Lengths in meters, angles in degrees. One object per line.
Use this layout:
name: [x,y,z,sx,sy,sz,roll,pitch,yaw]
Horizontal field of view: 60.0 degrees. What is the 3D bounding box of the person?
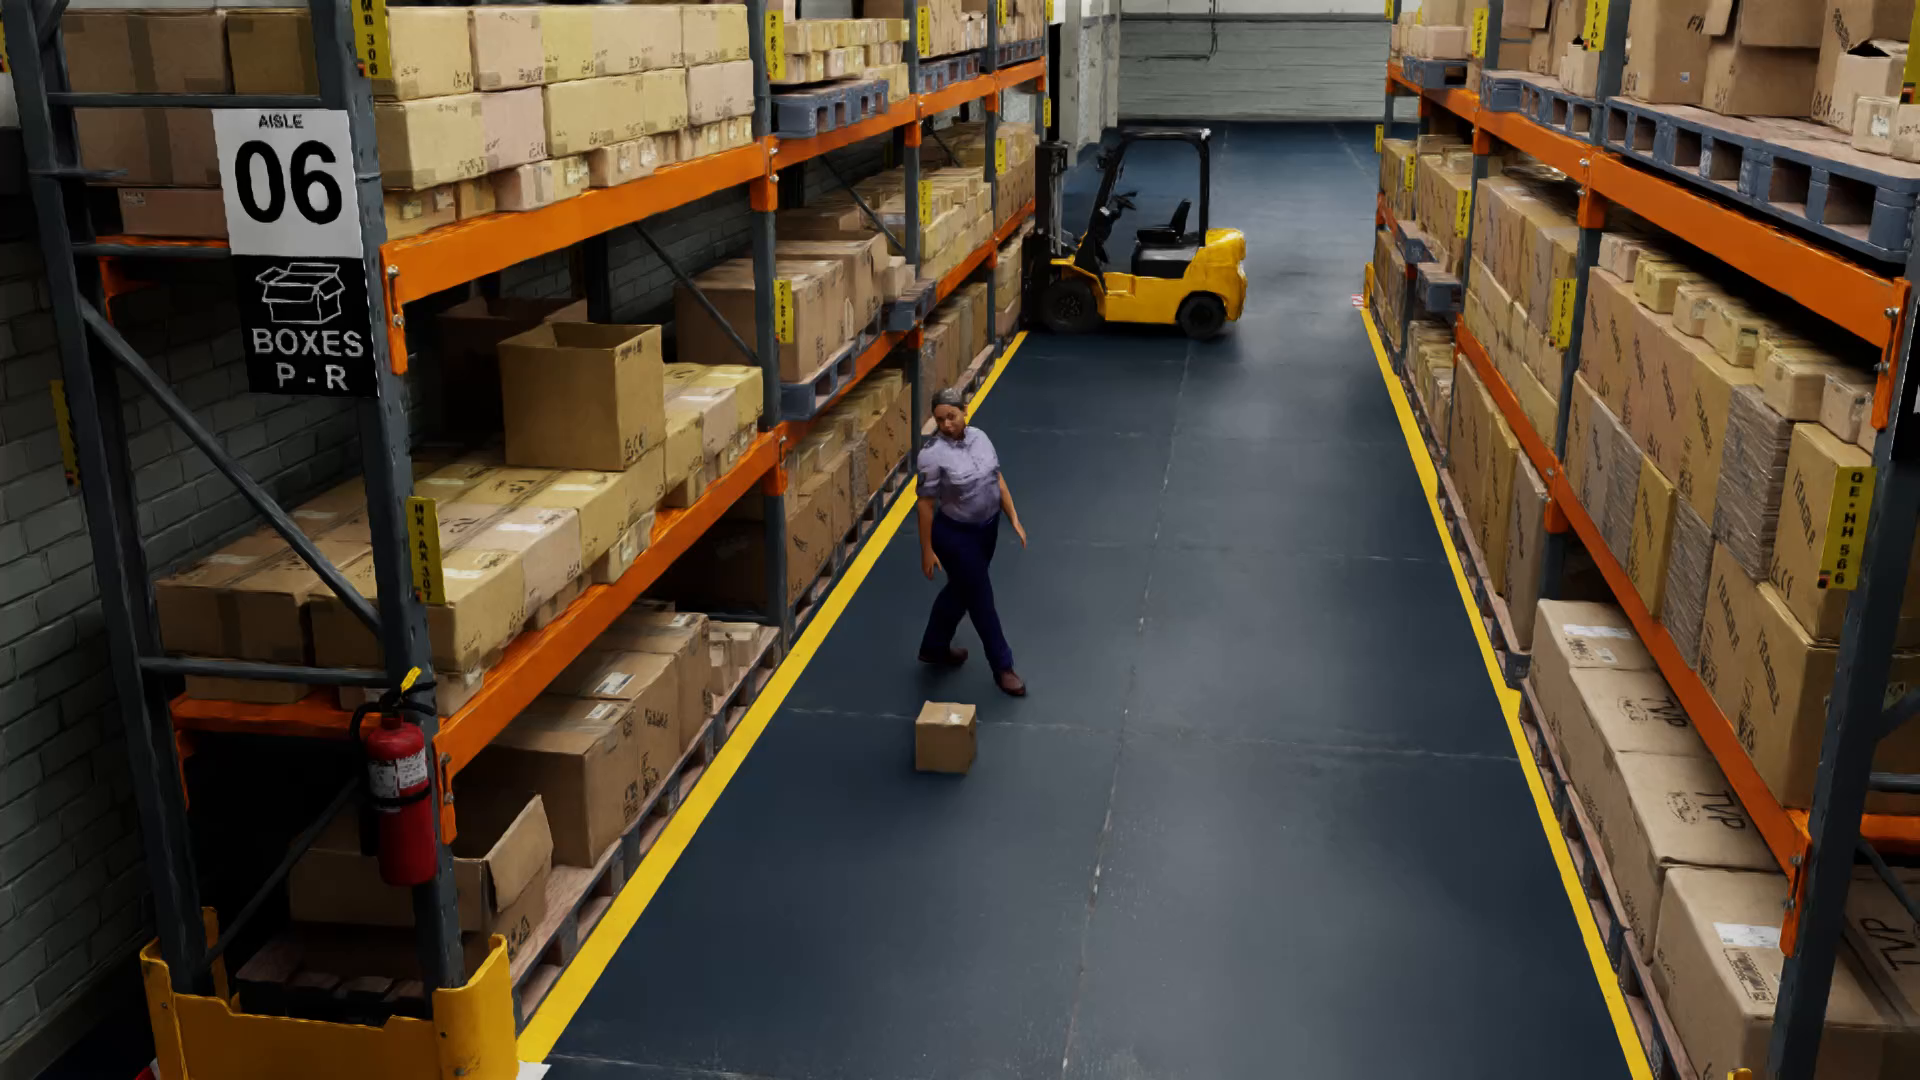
person: [0.046,-0.005,8.650,0.686,1.617,0.527,11,21,29]
